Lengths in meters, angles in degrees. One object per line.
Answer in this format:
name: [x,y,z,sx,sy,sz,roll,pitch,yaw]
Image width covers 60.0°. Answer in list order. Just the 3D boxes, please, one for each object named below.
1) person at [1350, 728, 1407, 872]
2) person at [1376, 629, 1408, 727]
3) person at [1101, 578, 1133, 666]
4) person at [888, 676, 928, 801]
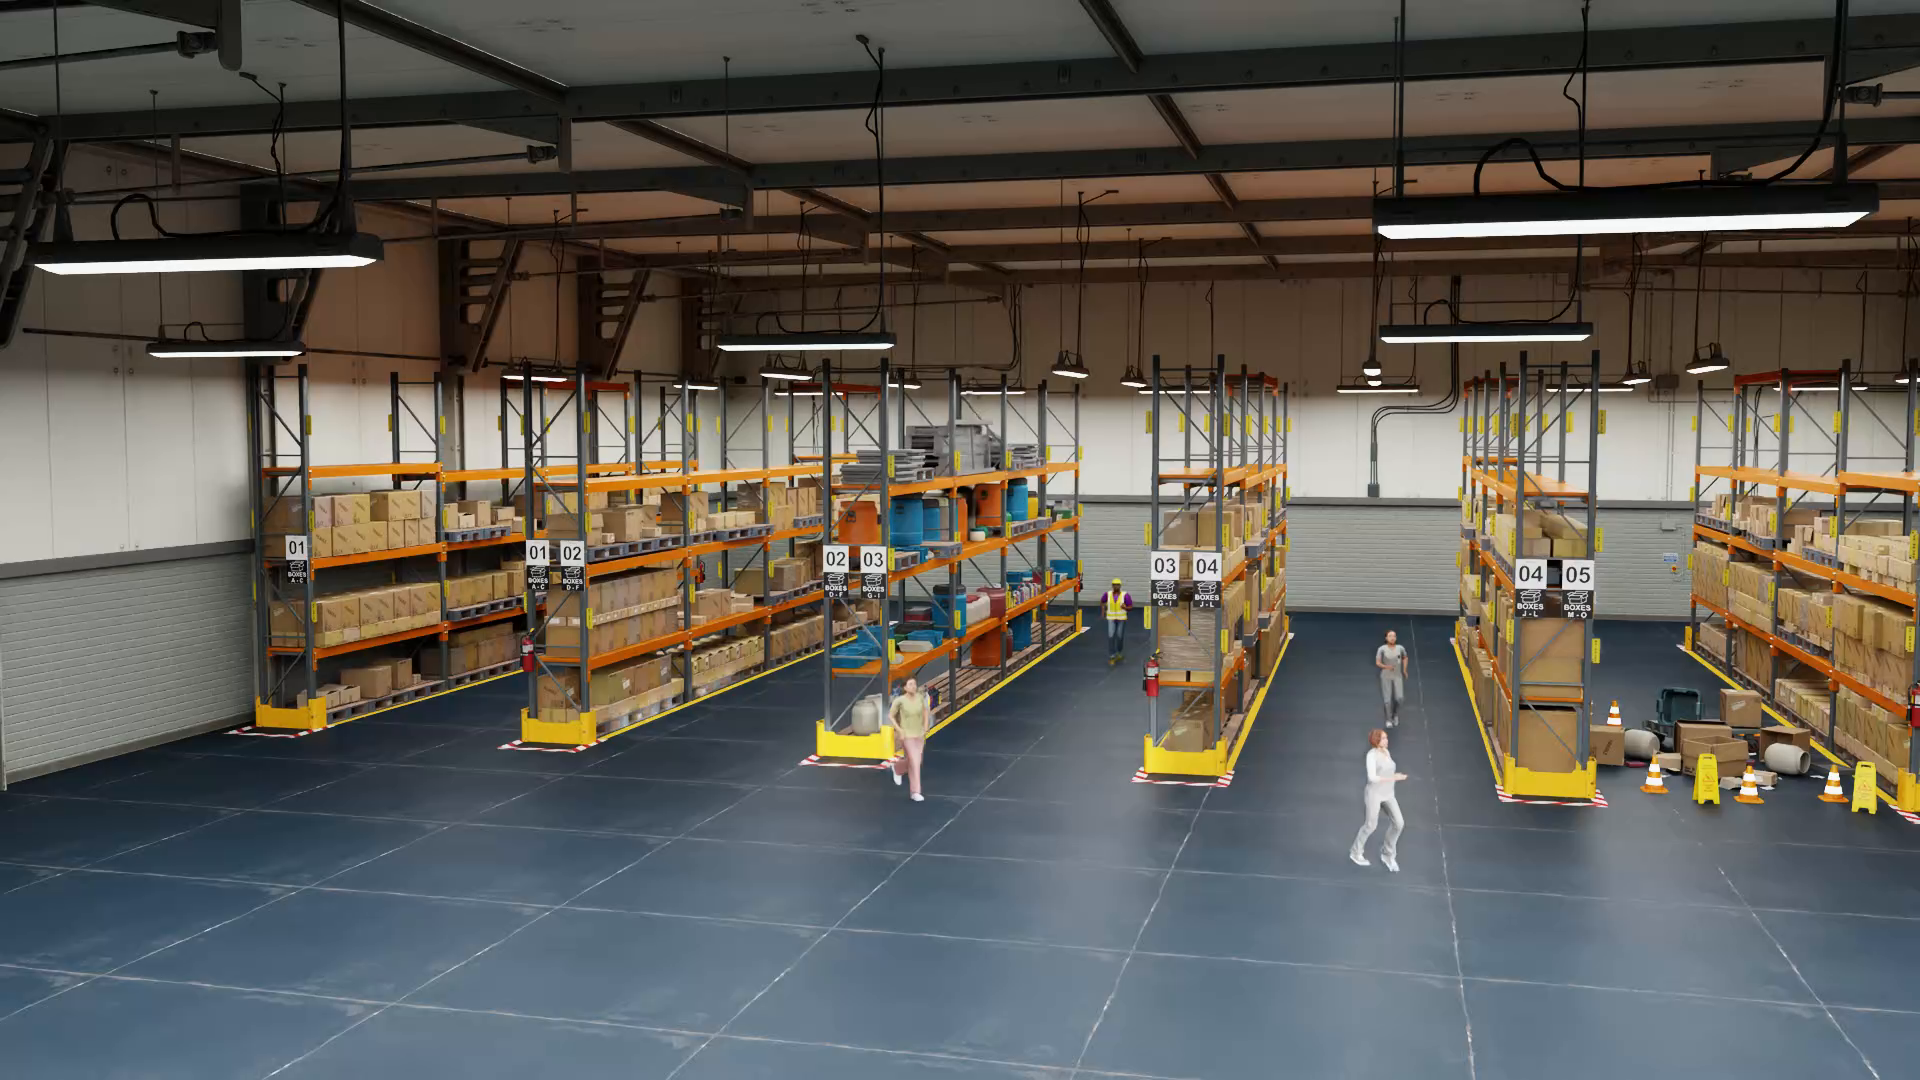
person: [4.712,2.923,18.648,0.526,1.647,0.684,-3,5,-40]
person: [7.122,2.286,27.375,0.545,1.634,0.609,0,4,6]
person: [3.283,1.711,34.907,0.677,1.819,0.734,0,4,7]
person: [-0.694,2.634,22.345,0.580,1.657,0.777,-3,5,-33]
